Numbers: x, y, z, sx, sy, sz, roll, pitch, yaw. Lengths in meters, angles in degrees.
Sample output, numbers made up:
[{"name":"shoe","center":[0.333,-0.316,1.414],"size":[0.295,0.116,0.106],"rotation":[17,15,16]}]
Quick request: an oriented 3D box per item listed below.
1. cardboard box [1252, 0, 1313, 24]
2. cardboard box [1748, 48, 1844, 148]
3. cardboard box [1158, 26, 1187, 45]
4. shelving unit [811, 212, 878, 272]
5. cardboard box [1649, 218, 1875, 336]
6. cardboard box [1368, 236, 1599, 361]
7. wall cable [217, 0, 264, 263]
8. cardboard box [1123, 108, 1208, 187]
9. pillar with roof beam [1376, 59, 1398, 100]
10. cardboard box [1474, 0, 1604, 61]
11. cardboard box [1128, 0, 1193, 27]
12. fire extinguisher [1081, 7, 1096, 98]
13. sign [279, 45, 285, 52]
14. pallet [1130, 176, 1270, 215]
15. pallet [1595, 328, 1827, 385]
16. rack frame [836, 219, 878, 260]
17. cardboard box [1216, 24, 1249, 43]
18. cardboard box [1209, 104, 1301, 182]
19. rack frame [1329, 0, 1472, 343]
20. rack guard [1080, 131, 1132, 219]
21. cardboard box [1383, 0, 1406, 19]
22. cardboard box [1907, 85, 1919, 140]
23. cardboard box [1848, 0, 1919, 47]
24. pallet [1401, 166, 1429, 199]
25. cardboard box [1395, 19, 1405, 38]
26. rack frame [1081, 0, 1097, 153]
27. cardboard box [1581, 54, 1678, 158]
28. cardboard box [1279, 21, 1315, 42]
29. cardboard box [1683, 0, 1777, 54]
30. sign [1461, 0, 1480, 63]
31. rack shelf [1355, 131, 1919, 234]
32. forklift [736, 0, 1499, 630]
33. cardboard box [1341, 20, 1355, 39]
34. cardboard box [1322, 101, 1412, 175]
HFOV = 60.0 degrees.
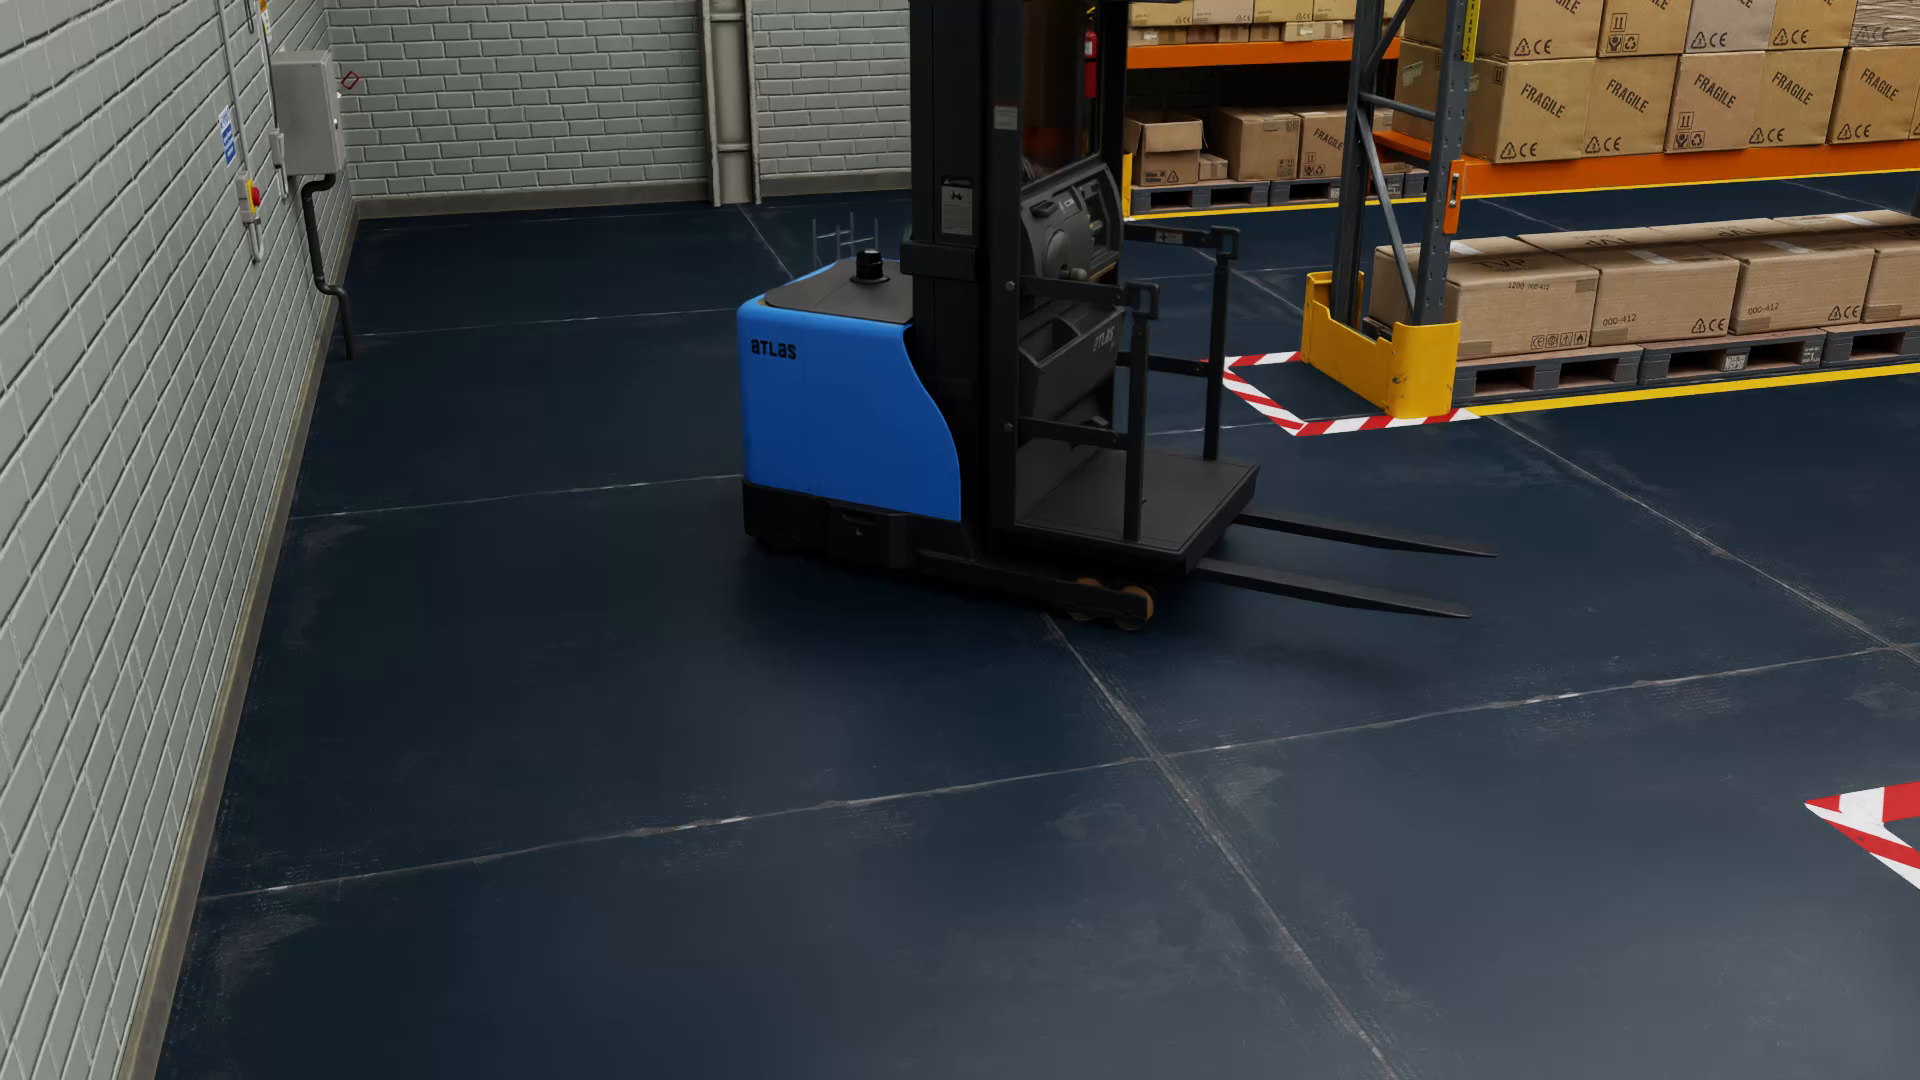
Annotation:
[{"name":"cardboard box","center":[2.455,-4.256,13.177],"size":[0.500,0.250,0.500],"rotation":[-7,24,-15]},{"name":"cardboard box","center":[4.309,-2.408,8.932],"size":[0.500,0.500,0.500],"rotation":[-6,24,-13]},{"name":"cardboard box","center":[1.596,-3.993,13.070],"size":[0.250,0.149,0.380],"rotation":[-6,24,-13]},{"name":"shelving unit","center":[-0.529,-0.922,7.876],"size":[0.258,1.200,0.189],"rotation":[-19,30,-37]},{"name":"cardboard box","center":[4.673,-1.569,9.818],"size":[0.875,0.438,0.875],"rotation":[-7,24,-16]},{"name":"cardboard box","center":[2.926,-1.372,9.361],"size":[0.875,0.438,0.875],"rotation":[-7,24,-16]},{"name":"wall cable","center":[-3.105,-2.120,7.060],"size":[0.123,1.953,0.585],"rotation":[-6,24,-14]},{"name":"cardboard box","center":[1.587,-3.208,13.555],"size":[0.637,0.503,0.797],"rotation":[-7,24,-16]},{"name":"pillar with roof beam","center":[5.073,-5.949,9.703],"size":[0.400,9.000,9.100],"rotation":[-6,24,-14]},{"name":"cardboard box","center":[2.856,-2.697,8.337],"size":[0.500,0.500,0.500],"rotation":[-7,24,-16]},{"name":"cardboard box","center":[1.483,-4.147,12.923],"size":[0.500,0.250,0.500],"rotation":[-6,24,-14]},{"name":"fire extinguisher","center":[0.956,-3.735,12.721],"size":[0.183,0.674,0.296],"rotation":[-6,24,-14]},{"name":"sign","center":[-3.865,-2.574,9.565],"size":[0.001,0.494,0.329],"rotation":[-6,24,-14]},{"name":"pallet","center":[1.813,-2.945,13.845],"size":[1.213,0.211,1.003],"rotation":[-6,24,-14]},{"name":"pallet","center":[4.238,-1.211,9.804],"size":[1.213,0.211,1.003],"rotation":[-6,24,-14]},{"name":"rack frame","center":[-0.468,-0.895,7.813],"size":[0.240,1.200,0.006],"rotation":[-19,30,-37]},{"name":"cardboard box","center":[2.099,-4.038,13.174],"size":[0.250,0.149,0.380],"rotation":[-6,24,-13]},{"name":"cardboard box","center":[2.421,-3.282,13.733],"size":[0.500,0.500,0.700],"rotation":[-5,24,-12]},{"name":"rack frame","center":[2.317,-2.249,8.687],"size":[0.127,3.000,1.000],"rotation":[-6,24,-14]},{"name":"rack guard","center":[1.046,-2.992,13.589],"size":[0.348,0.500,1.175],"rotation":[-6,24,-14]},{"name":"cardboard box","center":[3.438,-4.373,13.450],"size":[0.500,0.250,0.500],"rotation":[-6,24,-15]},{"name":"cardboard box","center":[5.297,-2.517,9.186],"size":[0.500,0.500,0.500],"rotation":[-7,24,-16]},{"name":"cardboard box","center":[4.811,-2.916,8.848],"size":[0.500,0.500,0.500],"rotation":[-6,24,-14]},{"name":"pallet","center":[4.163,-3.204,14.451],"size":[1.213,0.211,1.003],"rotation":[-6,24,-14]},{"name":"cardboard box","center":[3.599,-4.185,13.518],"size":[0.250,0.149,0.380],"rotation":[-7,24,-15]},{"name":"rack frame","center":[0.973,-4.133,13.077],"size":[0.127,3.000,1.000],"rotation":[-6,24,-14]},{"name":"cardboard box","center":[3.337,-2.301,8.682],"size":[0.500,0.500,0.500],"rotation":[-7,24,-15]},{"name":"cardboard box","center":[2.617,-4.066,13.242],"size":[0.250,0.149,0.380],"rotation":[-7,24,-16]},{"name":"cardboard box","center":[3.845,-2.813,8.606],"size":[0.500,0.500,0.500],"rotation":[-6,24,-15]},{"name":"sign","center":[2.461,-2.472,8.008],"size":[0.005,0.325,0.100],"rotation":[-6,24,-14]},{"name":"rack shelf","center":[4.243,-2.131,9.325],"size":[4.000,0.370,1.077],"rotation":[-6,24,-14]},{"name":"forklift","center":[0.627,-1.237,6.417],"size":[3.031,2.935,1.130],"rotation":[11,25,23]},{"name":"cardboard box","center":[3.095,-4.156,13.450],"size":[0.250,0.149,0.380],"rotation":[-6,24,-14]},{"name":"cardboard box","center":[3.420,-3.393,13.991],"size":[0.500,0.500,0.700],"rotation":[-7,24,-16]}]
